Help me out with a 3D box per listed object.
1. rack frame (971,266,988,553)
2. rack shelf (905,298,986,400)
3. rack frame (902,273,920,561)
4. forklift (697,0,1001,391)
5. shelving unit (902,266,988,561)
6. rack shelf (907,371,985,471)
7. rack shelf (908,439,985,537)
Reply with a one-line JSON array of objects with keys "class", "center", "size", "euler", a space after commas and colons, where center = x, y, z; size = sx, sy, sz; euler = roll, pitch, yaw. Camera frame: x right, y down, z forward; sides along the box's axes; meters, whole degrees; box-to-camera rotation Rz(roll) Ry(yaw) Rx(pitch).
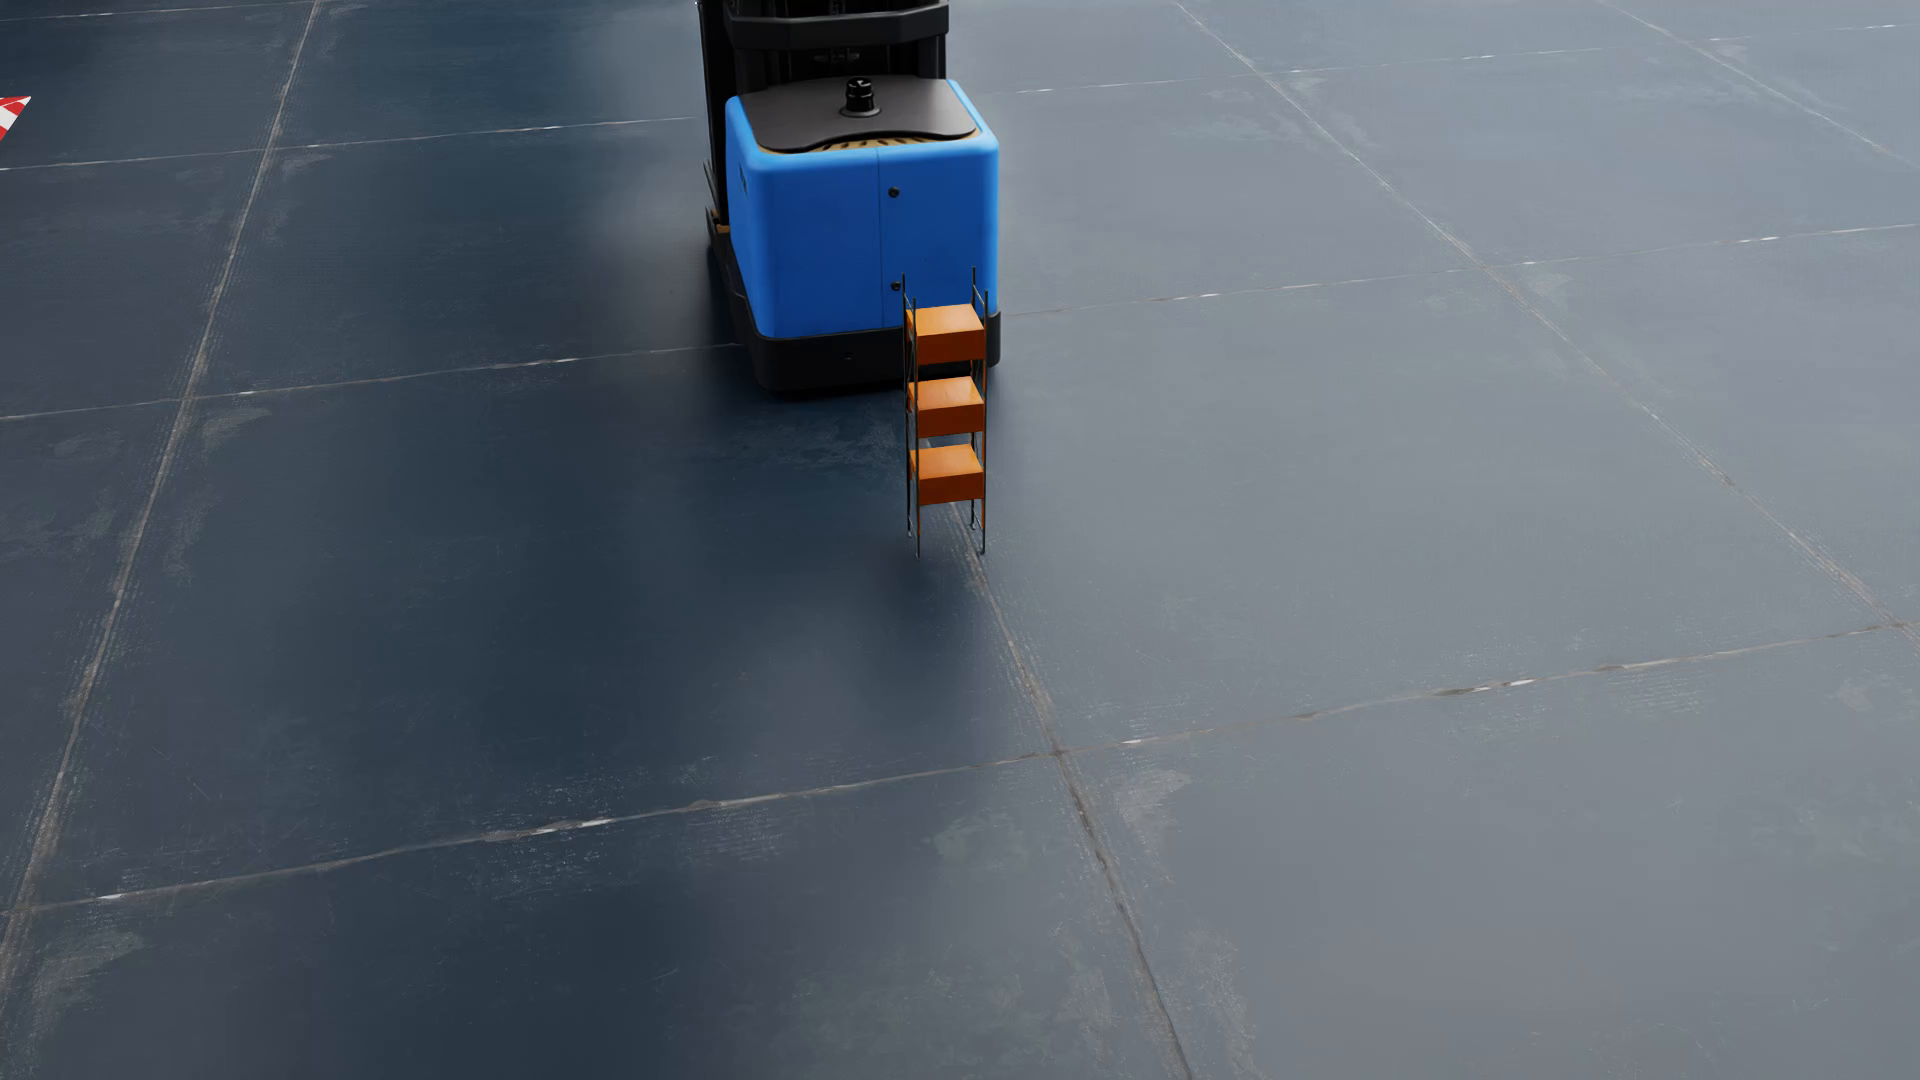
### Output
[{"class": "rack frame", "center": [0.067, -0.444, 5.882], "size": [0.008, 1.050, 0.200], "euler": [-7, 35, -11]}, {"class": "rack shelf", "center": [-0.052, -0.656, 5.708], "size": [0.240, 0.259, 0.215], "euler": [-7, 35, -11]}, {"class": "rack frame", "center": [-0.171, -0.414, 5.838], "size": [0.008, 1.050, 0.200], "euler": [-7, 35, -11]}, {"class": "forklift", "center": [-0.661, -2.655, 7.489], "size": [1.130, 2.935, 3.031], "euler": [-7, 35, -11]}, {"class": "shelving unit", "center": [-0.052, -0.429, 5.860], "size": [0.252, 1.050, 0.215], "euler": [-7, 35, -11]}, {"class": "rack shelf", "center": [-0.052, -0.421, 5.866], "size": [0.240, 0.259, 0.215], "euler": [-7, 35, -11]}, {"class": "rack shelf", "center": [-0.052, -0.190, 6.021], "size": [0.240, 0.259, 0.215], "euler": [-7, 35, -11]}]
